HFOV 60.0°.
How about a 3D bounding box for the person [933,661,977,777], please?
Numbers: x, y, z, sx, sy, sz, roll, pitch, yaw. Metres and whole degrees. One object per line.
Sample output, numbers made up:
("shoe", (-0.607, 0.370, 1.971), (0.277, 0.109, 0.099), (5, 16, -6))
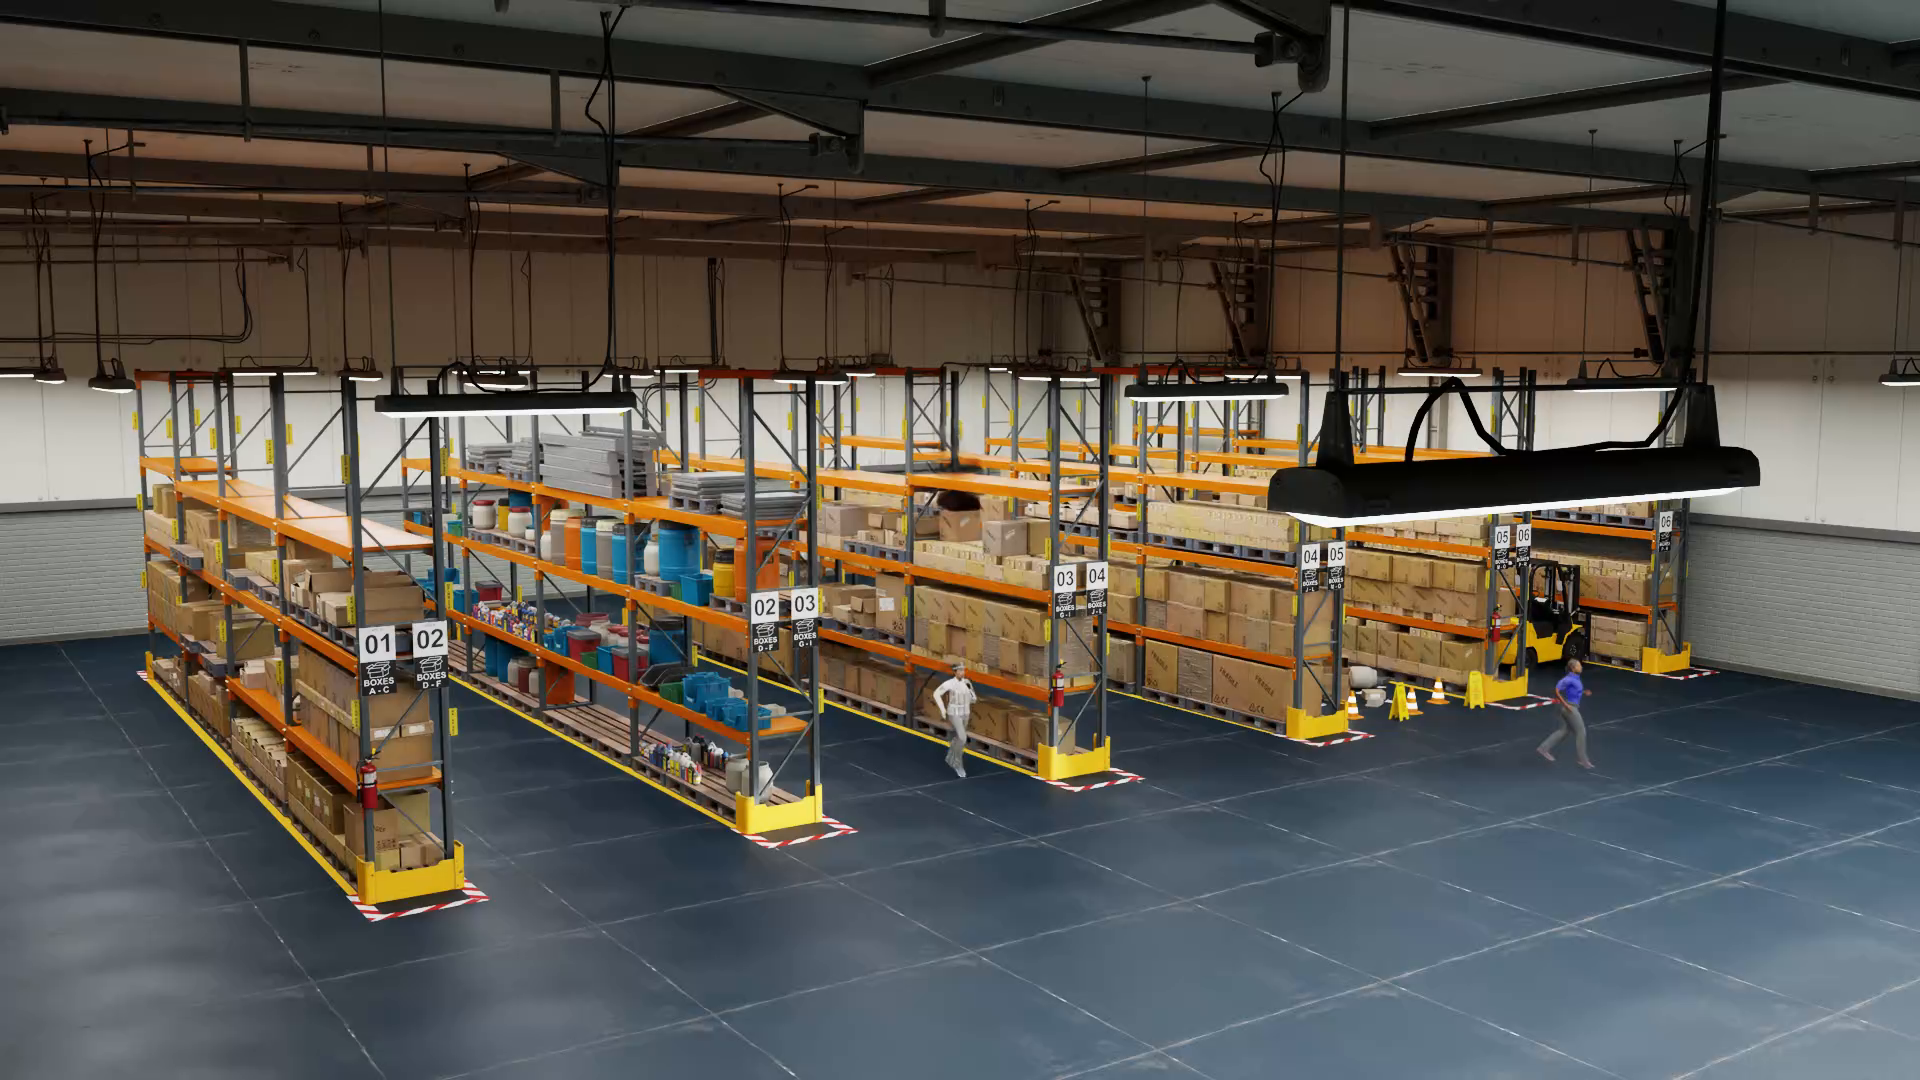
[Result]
("person", (-0.022, 2.675, 25.021), (0.576, 1.749, 0.732), (-6, 8, -40))

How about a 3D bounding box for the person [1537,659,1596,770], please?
("person", (9.319, 2.642, 25.462), (0.847, 1.689, 0.561), (2, 7, 19))

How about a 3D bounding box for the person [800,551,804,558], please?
("person", (-4.042, 0.812, 41.607), (0.725, 1.610, 0.583), (-5, 8, -38))
